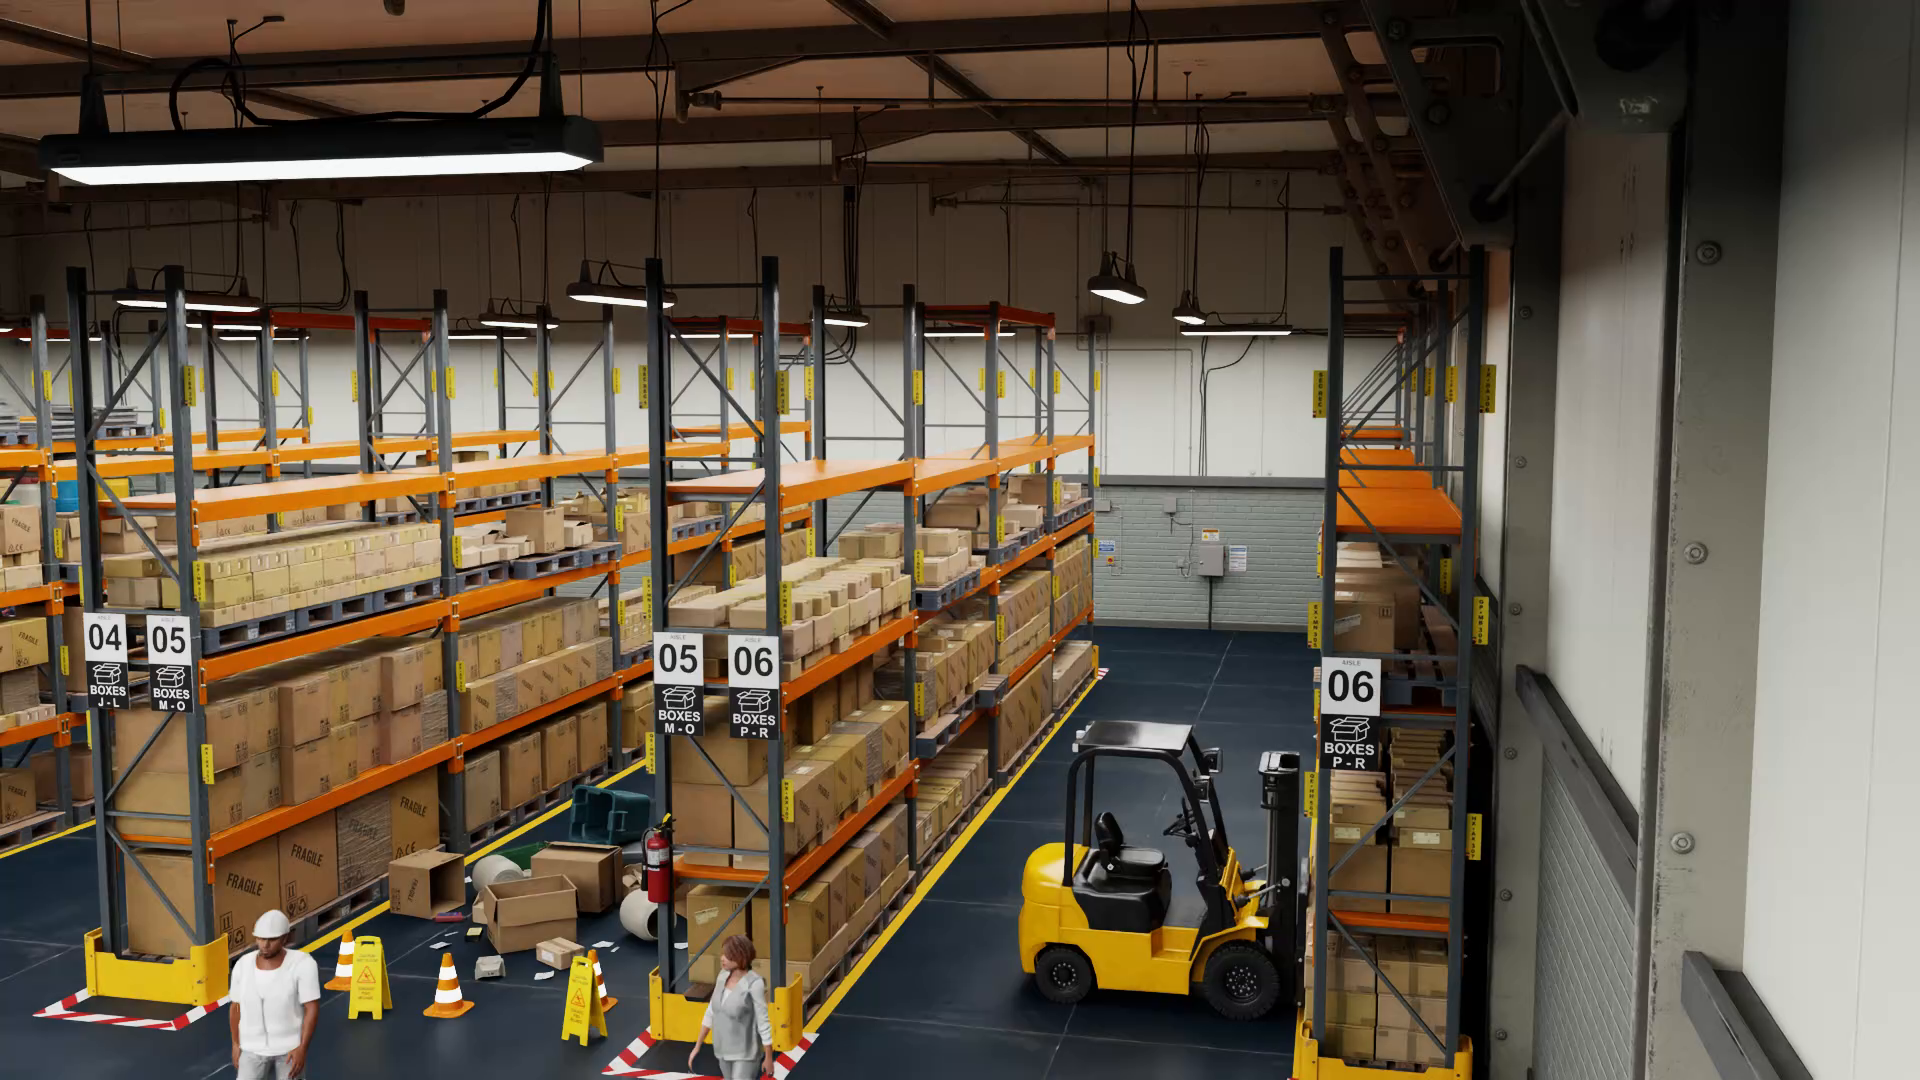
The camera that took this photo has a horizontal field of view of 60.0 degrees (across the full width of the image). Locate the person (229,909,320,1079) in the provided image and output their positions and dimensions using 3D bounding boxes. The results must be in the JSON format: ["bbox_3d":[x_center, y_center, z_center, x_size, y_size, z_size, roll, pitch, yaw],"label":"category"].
[{"bbox_3d":[-4.354,3.222,10.478,0.593,1.737,0.810,-1,6,-6],"label":"person"}]

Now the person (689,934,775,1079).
[{"bbox_3d":[-1.448,3.305,10.554,0.521,1.577,0.772,5,8,43],"label":"person"}]
